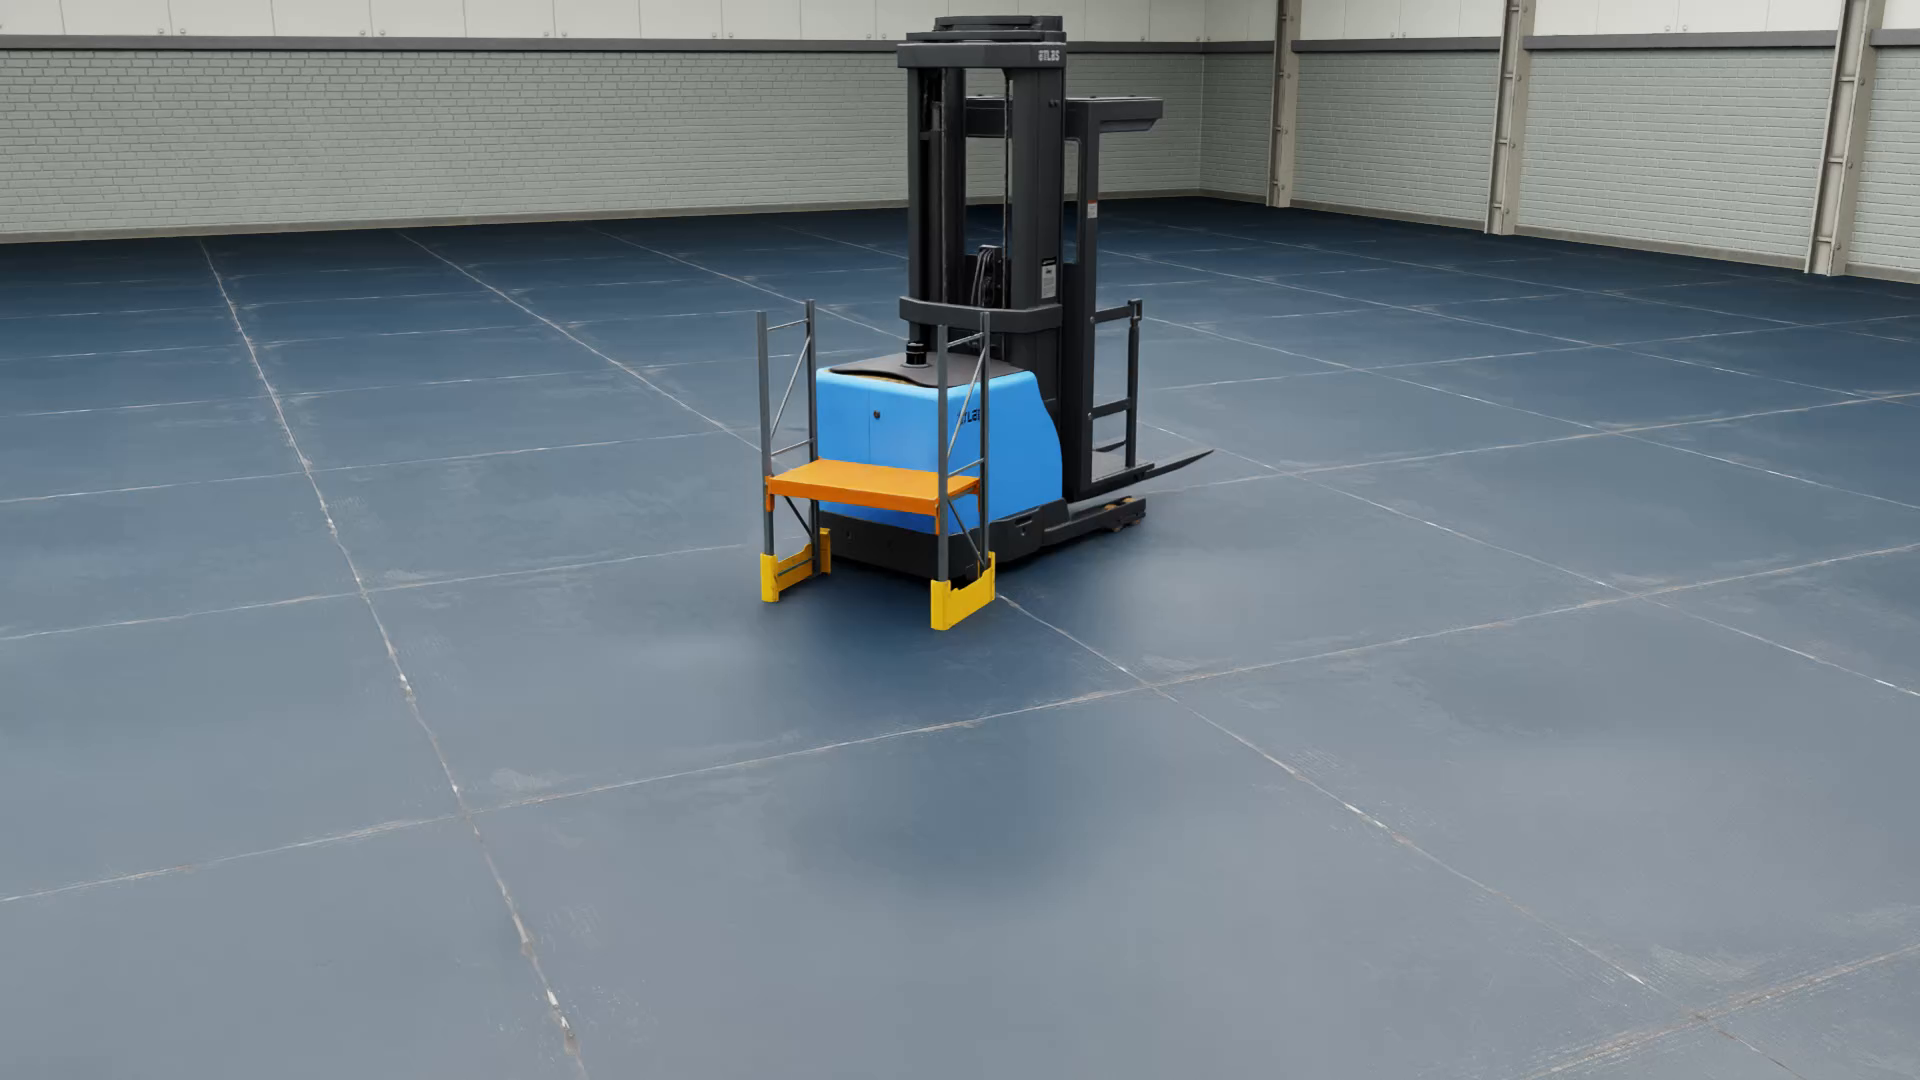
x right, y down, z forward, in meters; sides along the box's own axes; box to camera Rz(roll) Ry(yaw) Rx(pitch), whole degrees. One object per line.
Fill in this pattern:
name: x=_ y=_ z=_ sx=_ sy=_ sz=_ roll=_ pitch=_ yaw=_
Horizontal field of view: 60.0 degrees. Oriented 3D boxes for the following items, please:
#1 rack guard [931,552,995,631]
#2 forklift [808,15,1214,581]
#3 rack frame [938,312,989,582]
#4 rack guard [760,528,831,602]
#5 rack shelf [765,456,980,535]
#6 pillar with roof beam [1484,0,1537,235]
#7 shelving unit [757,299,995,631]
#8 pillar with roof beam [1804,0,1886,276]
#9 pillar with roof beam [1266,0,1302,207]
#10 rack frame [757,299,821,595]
rack guard: x=0.019 y=0.253 z=8.417 sx=0.087 sy=0.250 sz=0.587 roll=8 pitch=18 yaw=26
forklift: x=0.472 y=-1.533 z=9.780 sx=1.130 sy=2.935 sz=3.031 roll=13 pitch=20 yaw=38
rack frame: x=0.020 y=-0.348 z=8.244 sx=0.032 sy=1.500 sz=0.500 roll=8 pitch=18 yaw=26
rack guard: x=-0.869 y=0.128 z=8.851 sx=0.087 sy=0.250 sz=0.587 roll=8 pitch=18 yaw=26
rack shelf: x=-0.433 y=-0.239 z=8.515 sx=1.000 sy=0.185 sz=0.538 roll=8 pitch=18 yaw=26
pillar with roof beam: x=4.968 y=-8.822 z=24.180 sx=9.100 sy=9.000 sz=0.400 roll=-8 pitch=18 yaw=-25
shelving unit: x=-0.425 y=-0.410 z=8.461 sx=1.083 sy=1.500 sz=0.587 roll=8 pitch=18 yaw=26
pillar with roof beam: x=7.597 y=-7.335 z=18.996 sx=9.100 sy=9.000 sz=0.400 roll=-8 pitch=18 yaw=-25
pillar with roof beam: x=2.340 y=-10.310 z=29.364 sx=9.100 sy=9.000 sz=0.400 roll=-8 pitch=18 yaw=-25
rack frame: x=-0.886 y=-0.475 z=8.687 sx=0.032 sy=1.500 sz=0.500 roll=8 pitch=18 yaw=26
